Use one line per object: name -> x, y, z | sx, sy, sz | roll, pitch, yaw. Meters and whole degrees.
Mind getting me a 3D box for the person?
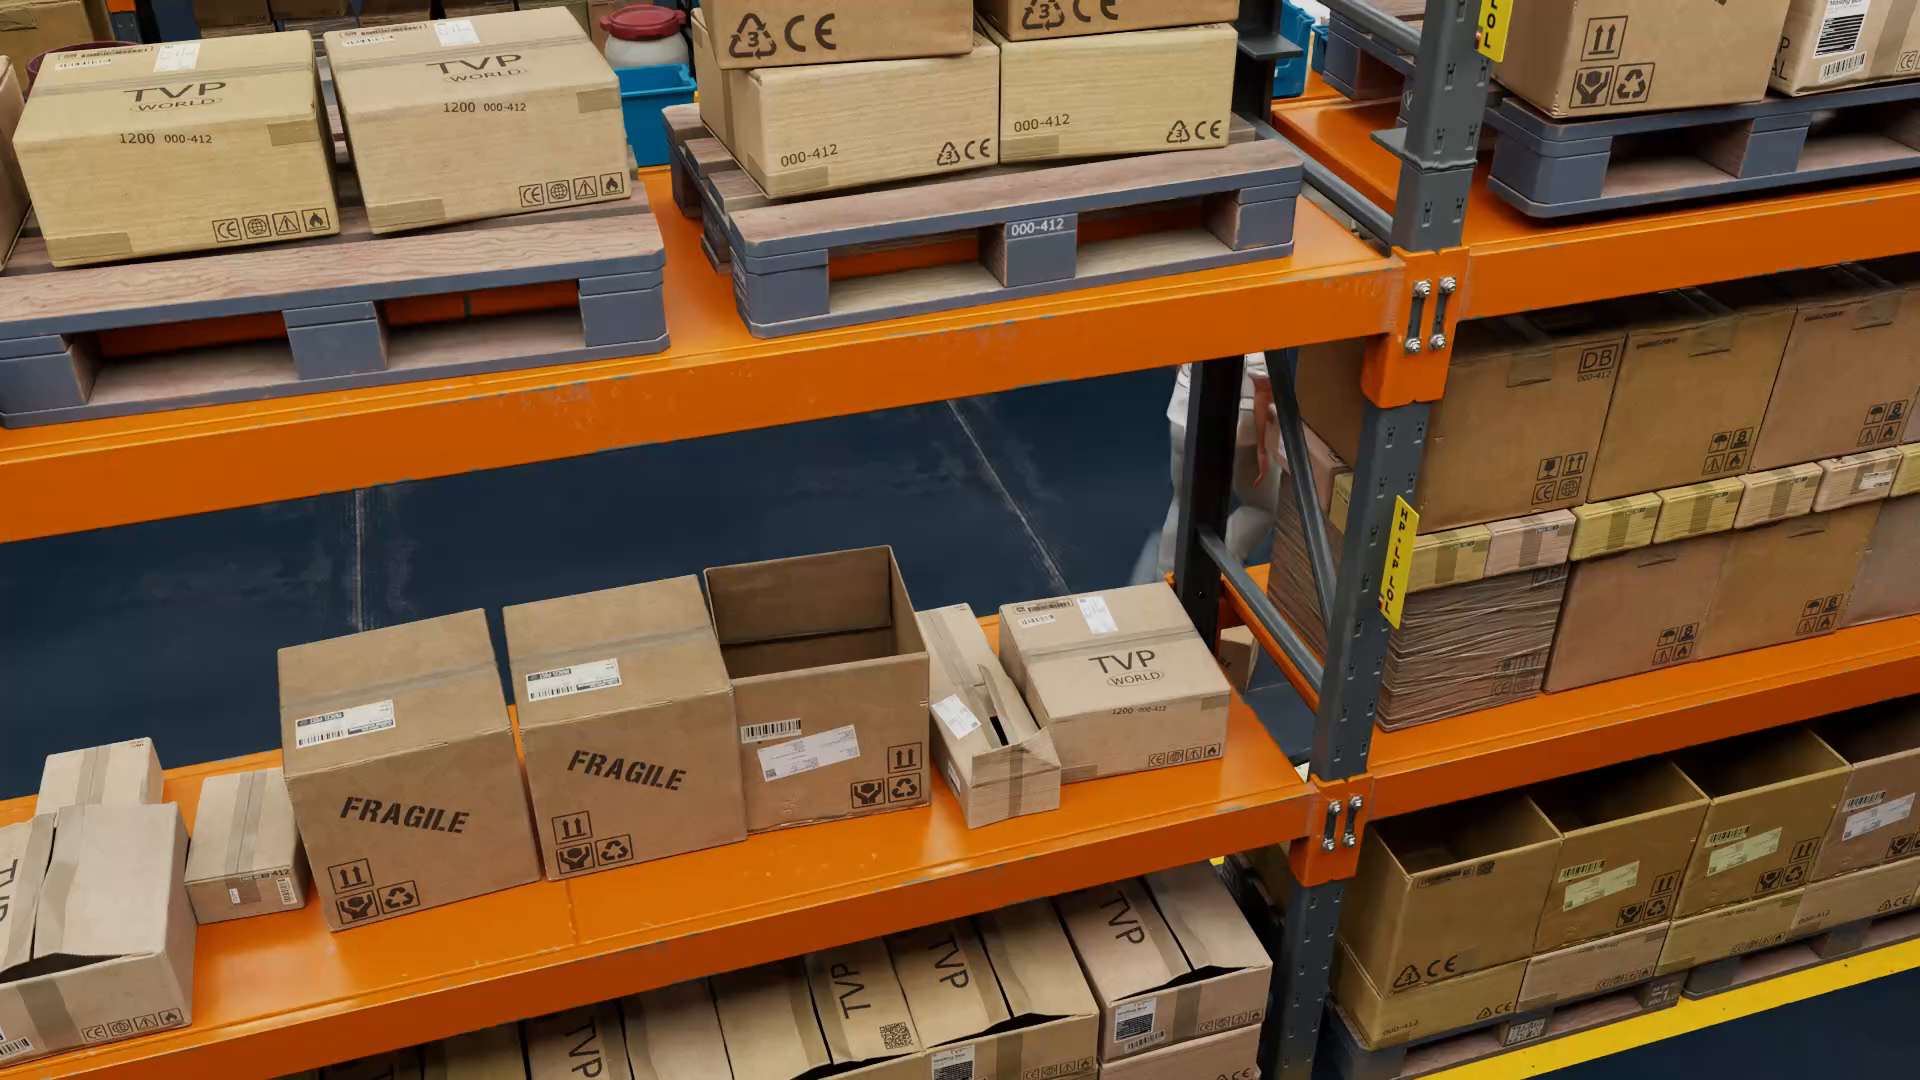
person -> 1.062, -0.445, 6.785 | 0.475, 1.761, 0.566 | -28, 43, -35
